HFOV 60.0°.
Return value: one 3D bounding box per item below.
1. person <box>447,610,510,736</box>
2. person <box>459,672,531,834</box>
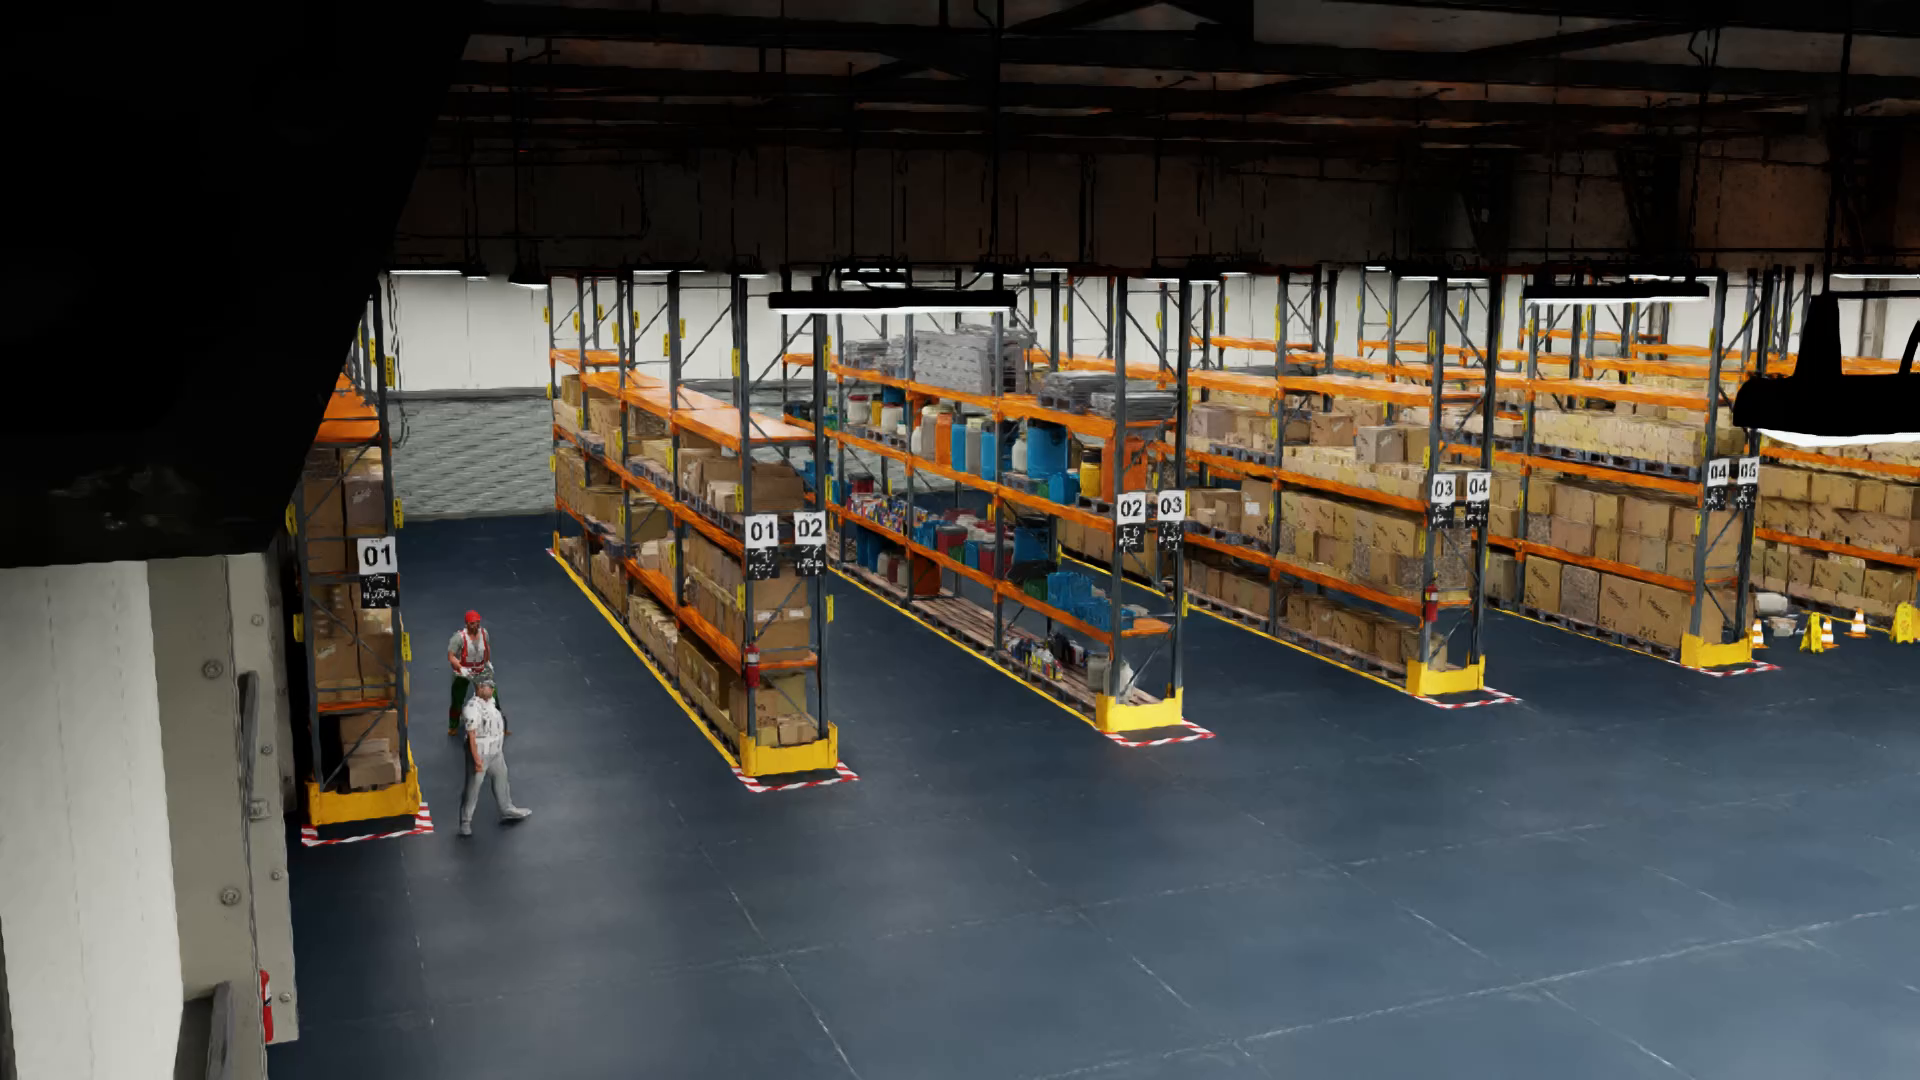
[{"bbox_3d":[-6.380,1.728,21.730,0.686,1.716,0.825,-7,12,-37],"label":"person"},{"bbox_3d":[-5.210,2.302,18.331,0.585,1.755,0.772,3,10,16],"label":"person"}]
